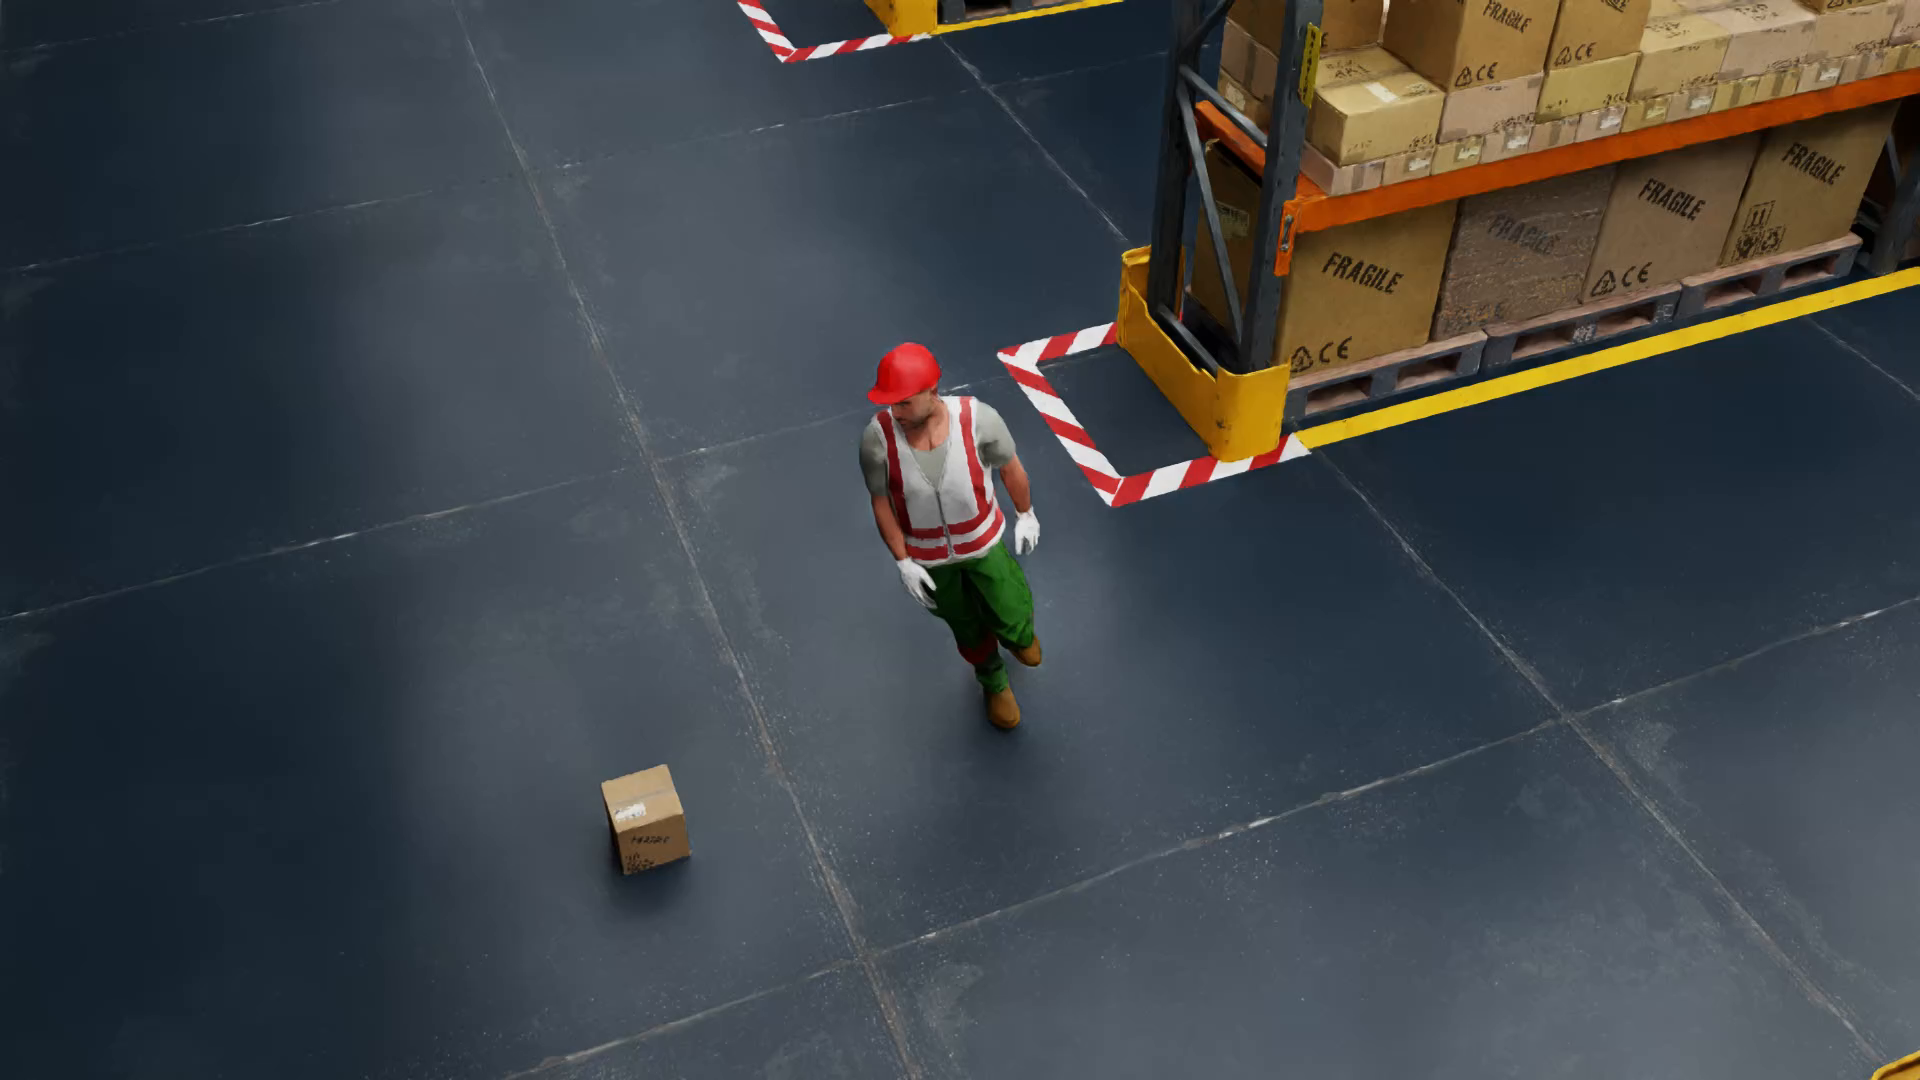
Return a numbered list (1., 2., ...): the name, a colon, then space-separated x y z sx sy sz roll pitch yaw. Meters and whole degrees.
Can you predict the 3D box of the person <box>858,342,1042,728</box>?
1. person: -0.011 0.000 6.150 0.692 1.747 0.506 -1 41 -1
